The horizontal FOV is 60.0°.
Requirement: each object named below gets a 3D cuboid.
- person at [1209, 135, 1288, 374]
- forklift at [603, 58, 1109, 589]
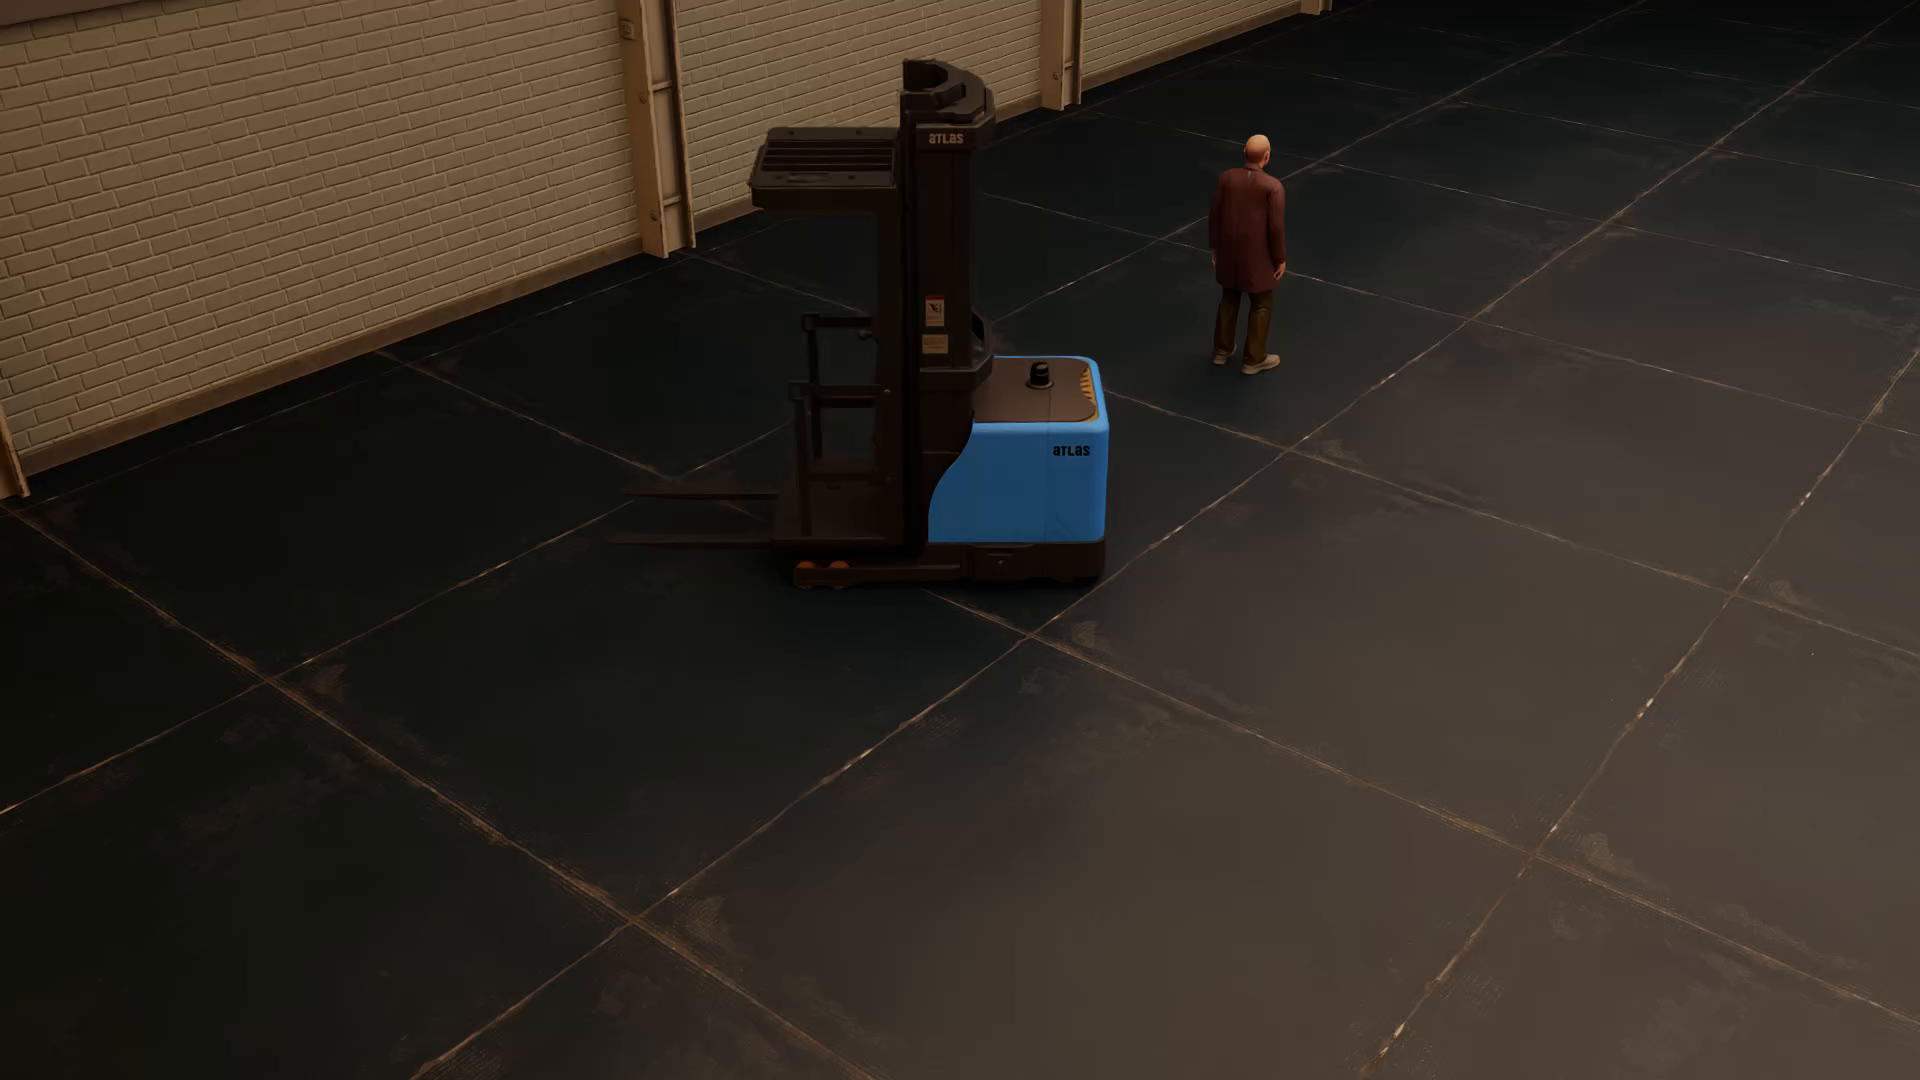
[{"bbox_3d":[2.146,-2.131,12.392,0.644,1.774,0.437,22,37,32],"label":"person"},{"bbox_3d":[-0.646,-1.238,9.713,3.031,2.935,1.130,0,30,0],"label":"forklift"}]
